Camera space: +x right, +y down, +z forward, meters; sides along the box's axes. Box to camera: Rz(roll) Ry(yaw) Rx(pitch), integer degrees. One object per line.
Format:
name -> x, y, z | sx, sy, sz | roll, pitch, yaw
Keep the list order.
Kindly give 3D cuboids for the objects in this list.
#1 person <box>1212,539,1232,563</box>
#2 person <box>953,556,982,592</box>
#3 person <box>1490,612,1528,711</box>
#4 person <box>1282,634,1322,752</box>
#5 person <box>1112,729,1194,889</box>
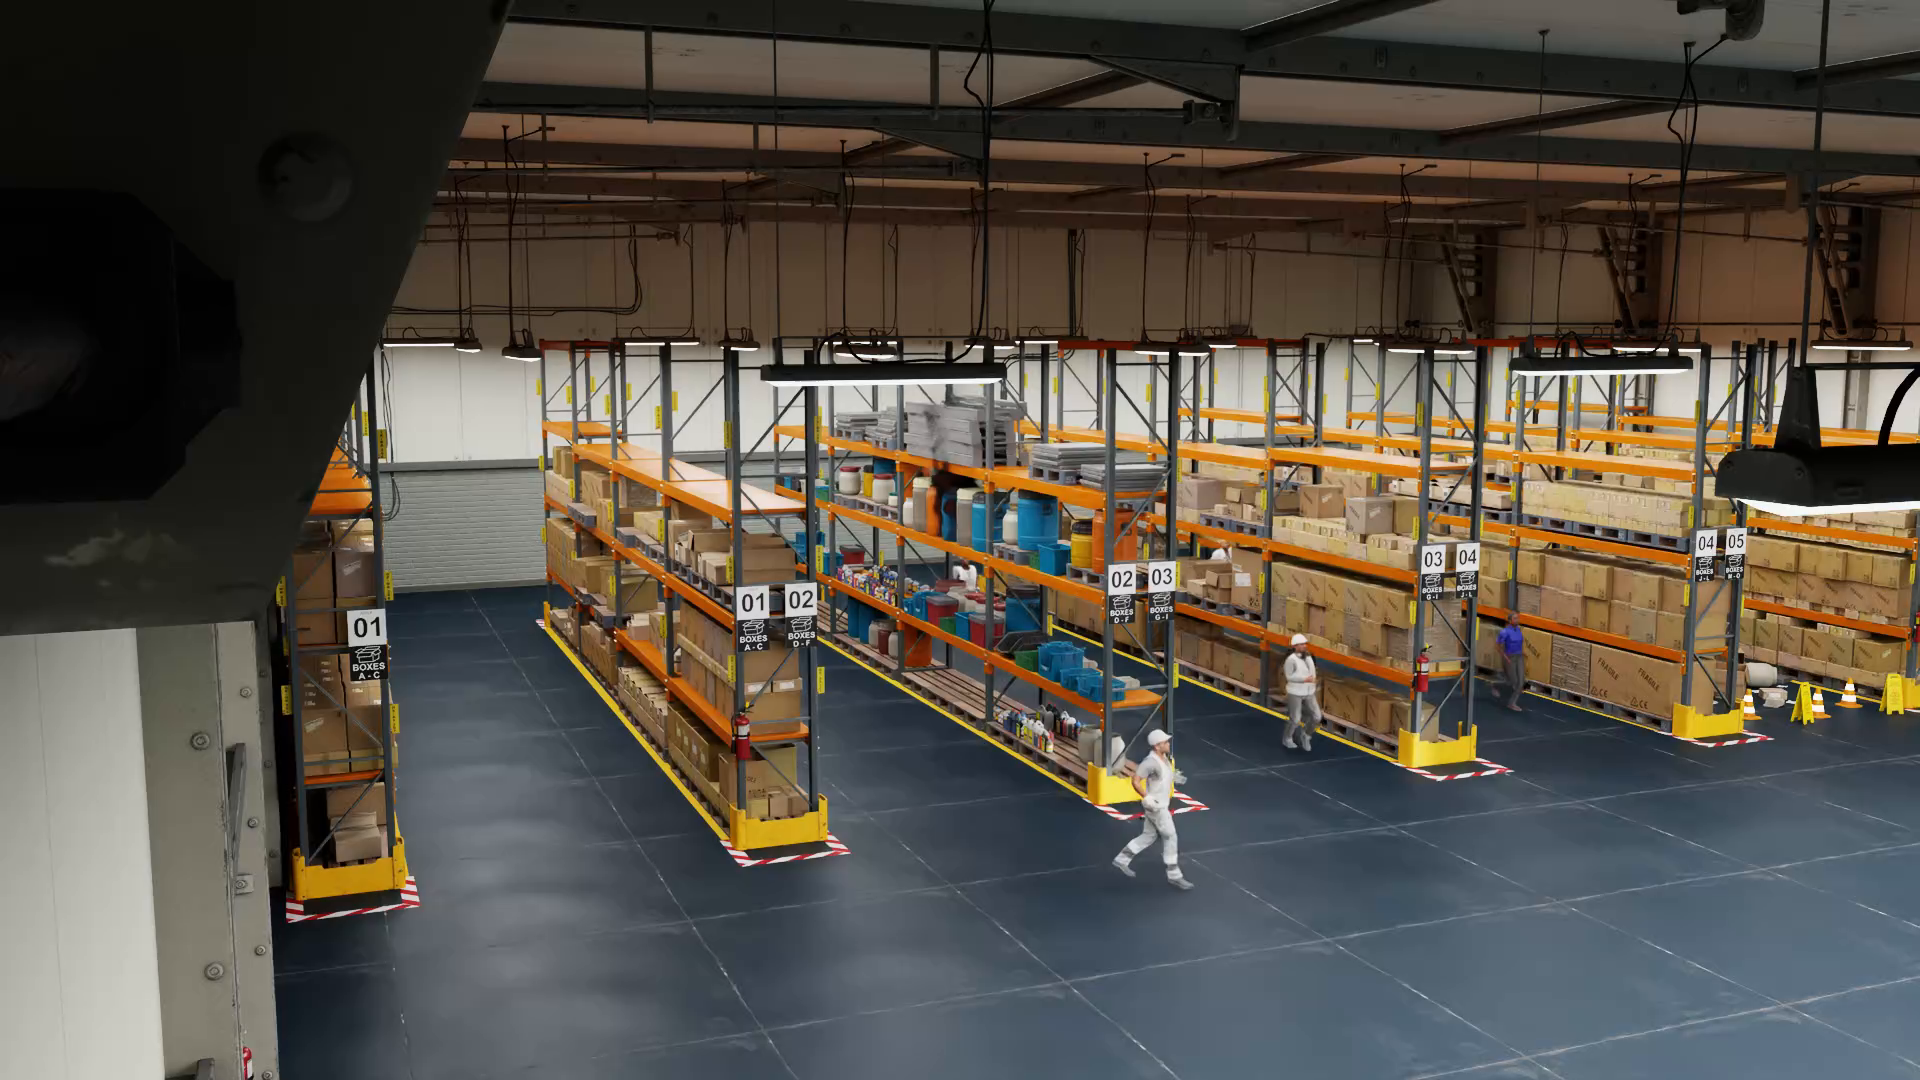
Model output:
person -> 5.719, 0.804, 35.806 | 0.760, 1.730, 0.823 | -3, 8, -22
person -> 0.134, 1.114, 33.559 | 0.684, 1.737, 0.595 | -4, 8, -28
person -> 9.084, 1.986, 27.412 | 0.581, 1.617, 0.535 | -4, 8, -26
person -> 5.061, 2.270, 24.567 | 0.621, 1.774, 0.692 | -4, 8, -28
person -> 2.187, 3.009, 18.751 | 0.928, 1.804, 0.633 | 1, 8, 9
